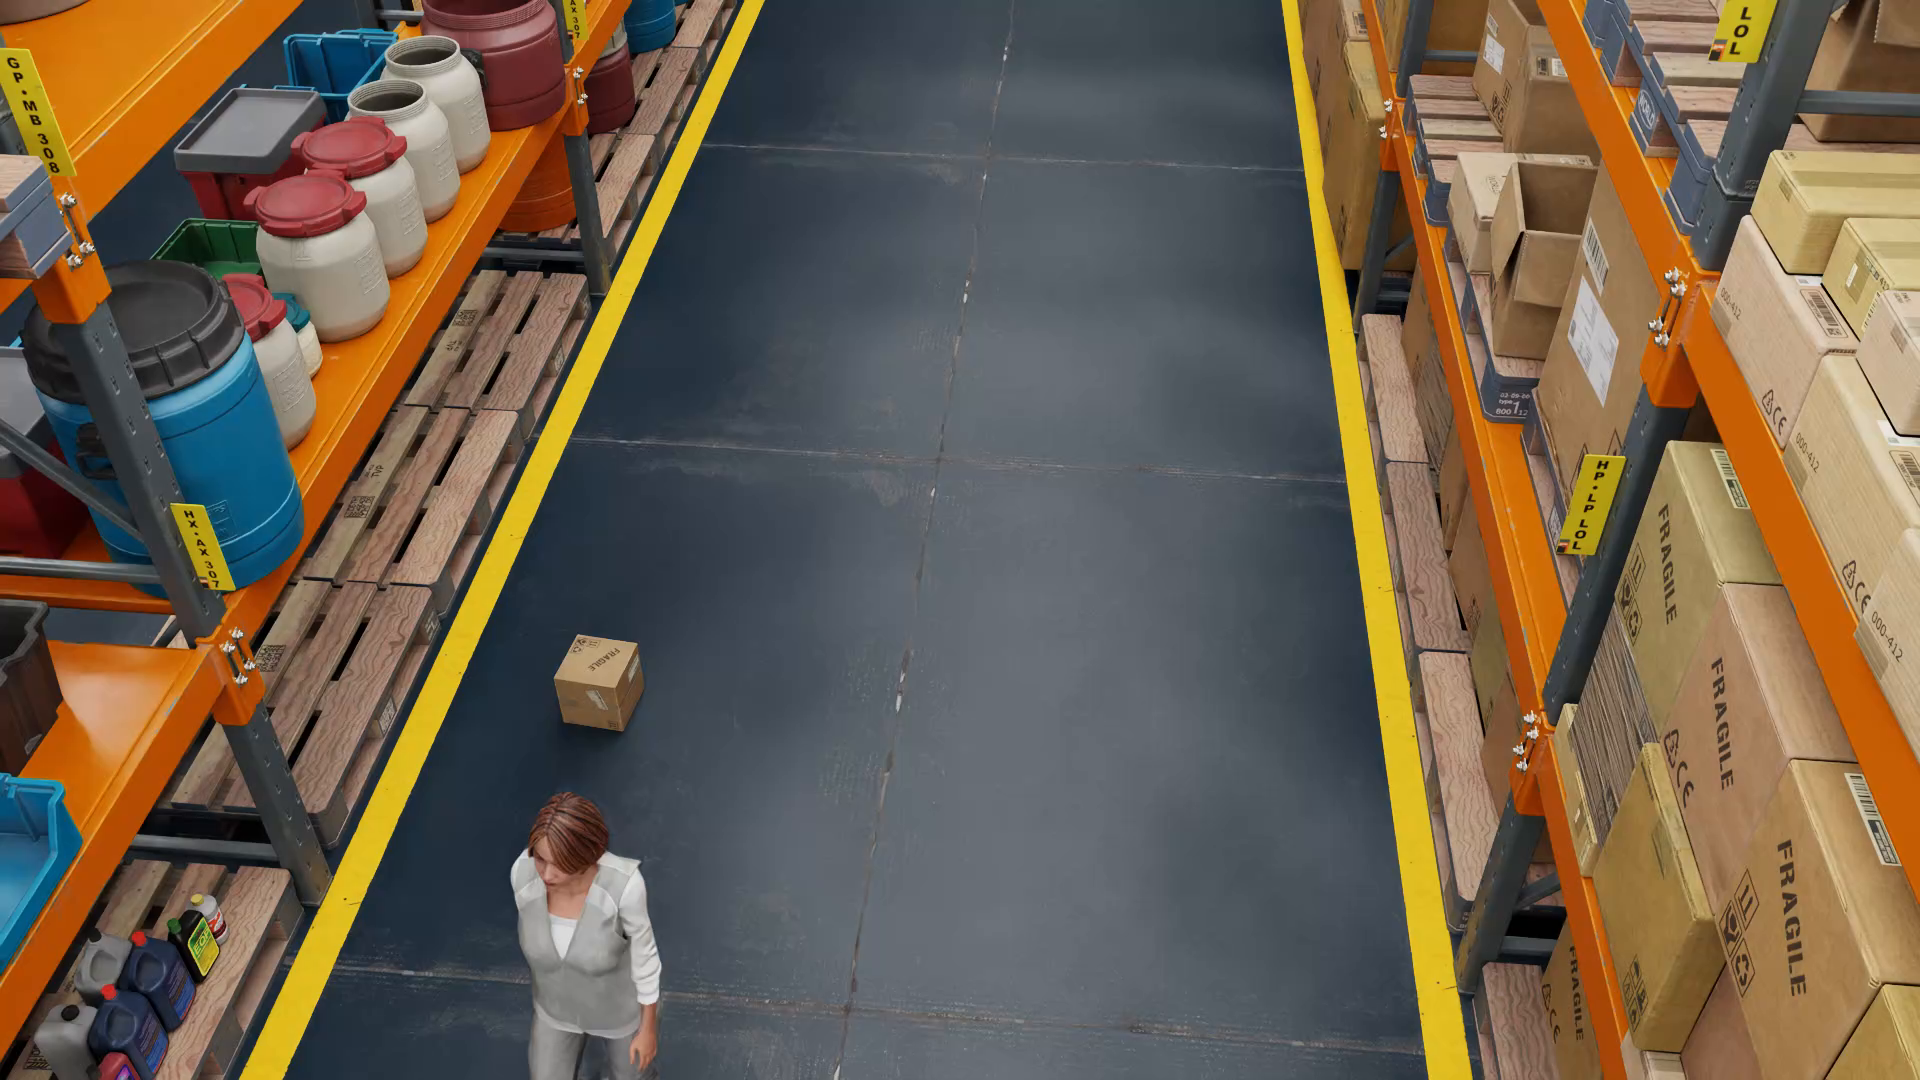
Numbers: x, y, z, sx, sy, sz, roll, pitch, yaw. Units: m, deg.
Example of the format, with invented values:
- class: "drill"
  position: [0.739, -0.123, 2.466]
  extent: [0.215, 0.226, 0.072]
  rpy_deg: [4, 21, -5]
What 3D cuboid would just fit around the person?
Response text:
- class: "person"
  position: [-1.008, 1.311, 4.616]
  extent: [0.409, 1.614, 0.418]
  rpy_deg: [3, 41, 4]
